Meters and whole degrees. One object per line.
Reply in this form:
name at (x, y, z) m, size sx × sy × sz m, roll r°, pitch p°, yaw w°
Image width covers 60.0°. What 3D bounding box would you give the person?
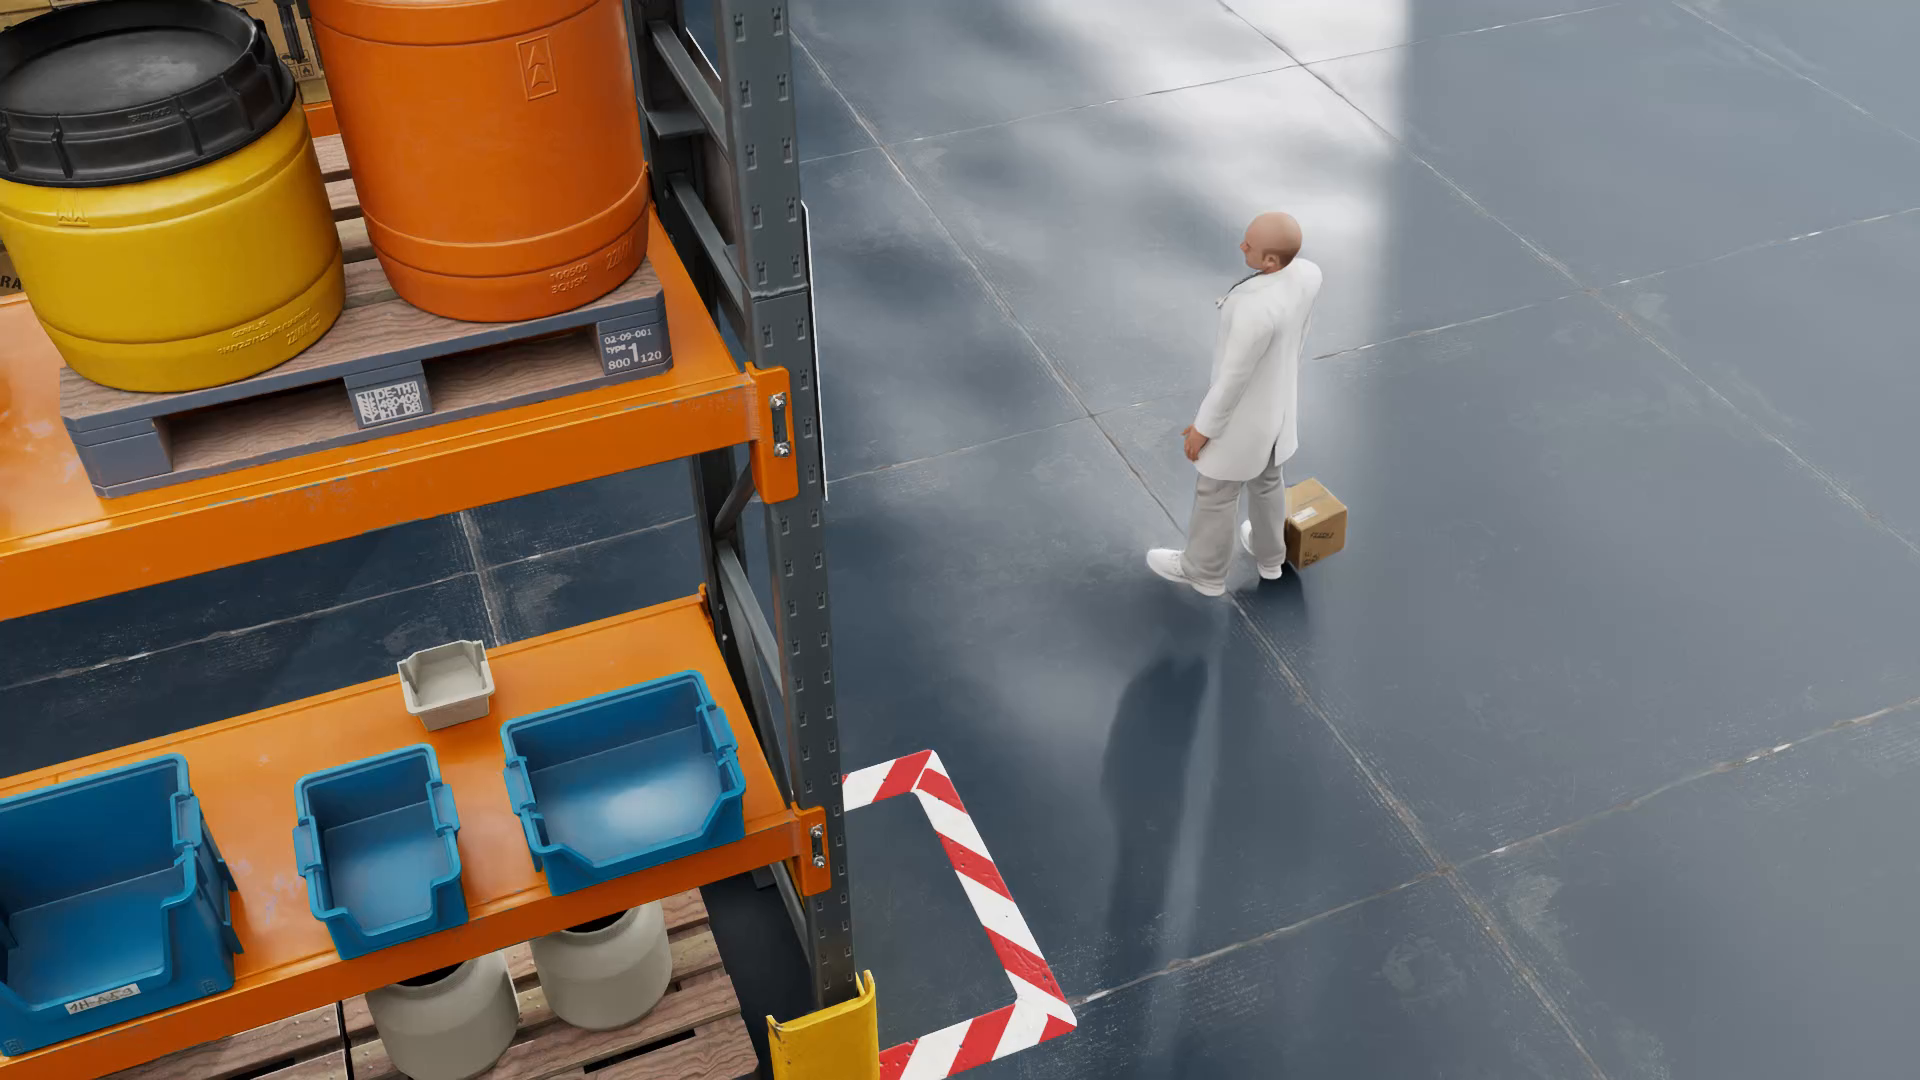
person at (1.136, -0.547, 6.747) m, size 0.507 × 1.788 × 0.649 m, roll 29°, pitch 49°, yaw 29°
